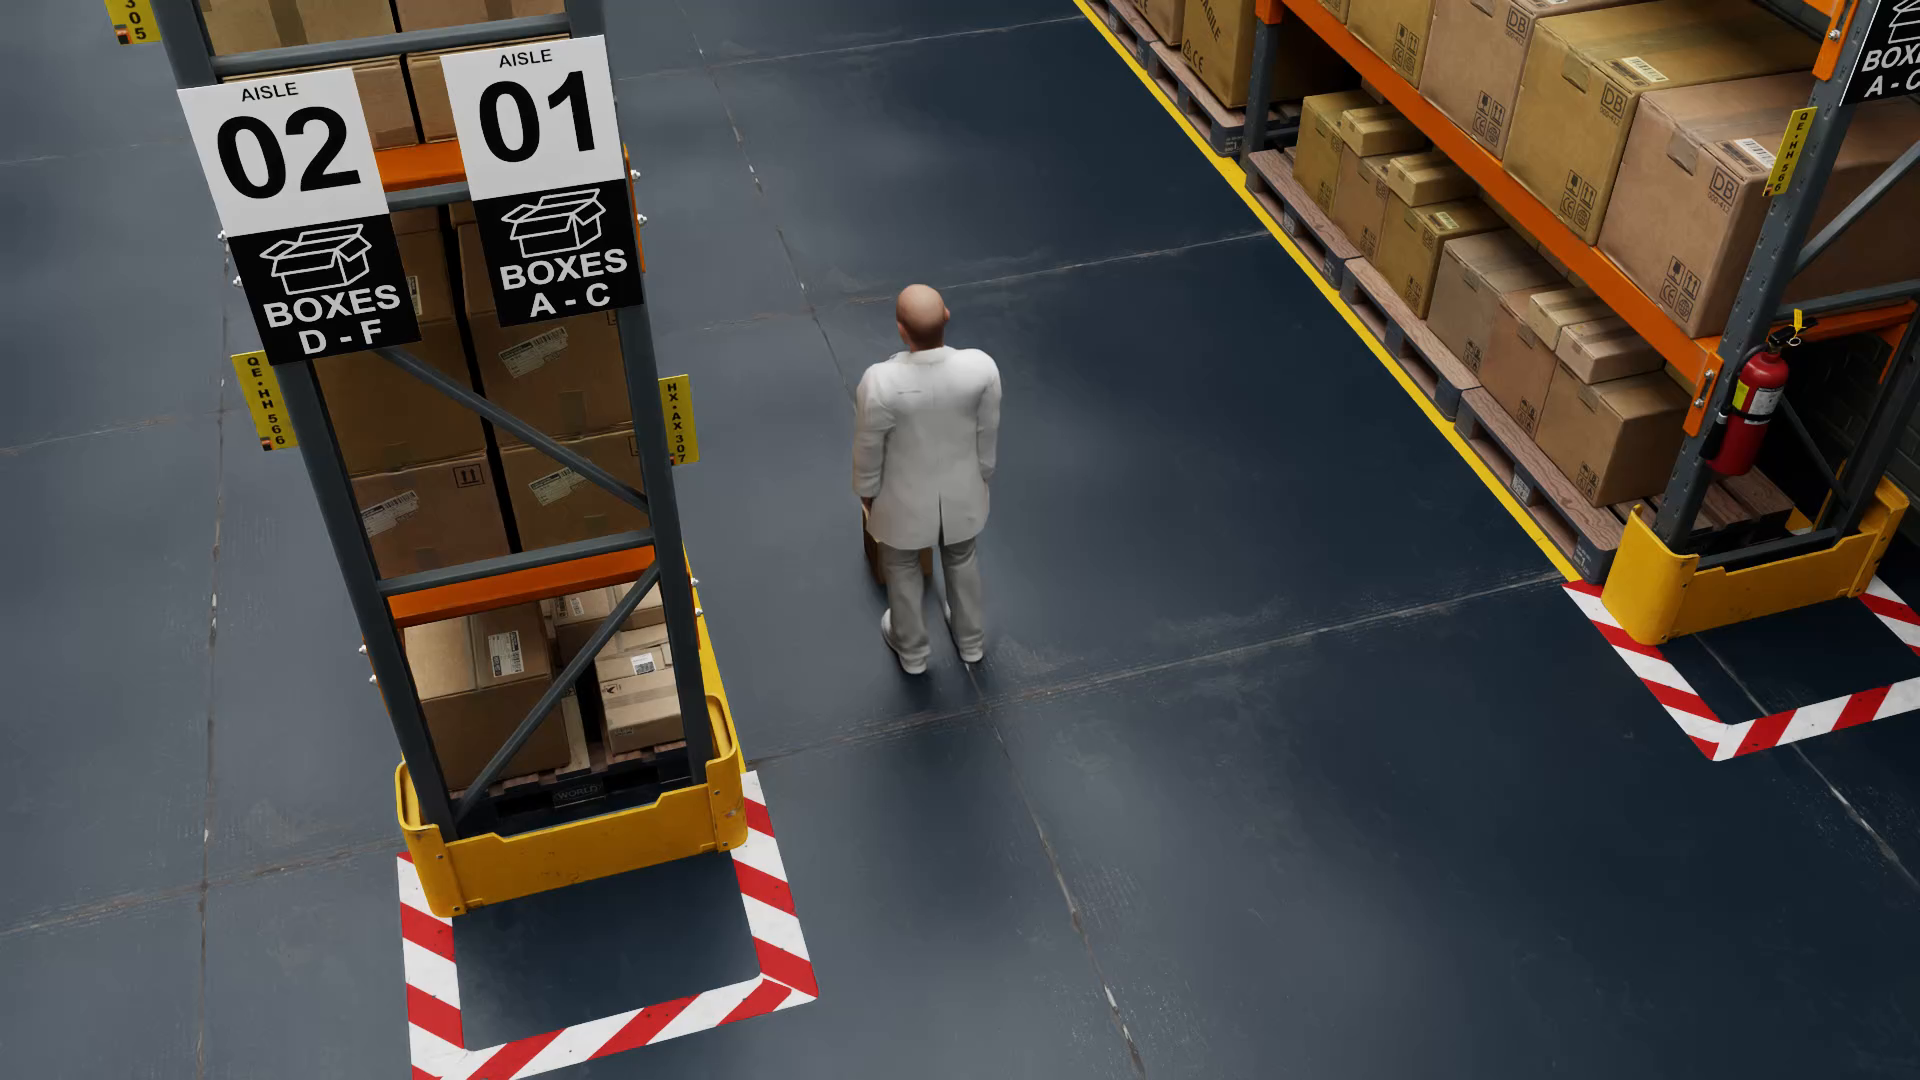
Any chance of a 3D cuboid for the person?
[{"bbox_3d":[-0.141,-0.231,6.436,0.563,1.774,0.377,-11,43,-12],"label":"person"}]
